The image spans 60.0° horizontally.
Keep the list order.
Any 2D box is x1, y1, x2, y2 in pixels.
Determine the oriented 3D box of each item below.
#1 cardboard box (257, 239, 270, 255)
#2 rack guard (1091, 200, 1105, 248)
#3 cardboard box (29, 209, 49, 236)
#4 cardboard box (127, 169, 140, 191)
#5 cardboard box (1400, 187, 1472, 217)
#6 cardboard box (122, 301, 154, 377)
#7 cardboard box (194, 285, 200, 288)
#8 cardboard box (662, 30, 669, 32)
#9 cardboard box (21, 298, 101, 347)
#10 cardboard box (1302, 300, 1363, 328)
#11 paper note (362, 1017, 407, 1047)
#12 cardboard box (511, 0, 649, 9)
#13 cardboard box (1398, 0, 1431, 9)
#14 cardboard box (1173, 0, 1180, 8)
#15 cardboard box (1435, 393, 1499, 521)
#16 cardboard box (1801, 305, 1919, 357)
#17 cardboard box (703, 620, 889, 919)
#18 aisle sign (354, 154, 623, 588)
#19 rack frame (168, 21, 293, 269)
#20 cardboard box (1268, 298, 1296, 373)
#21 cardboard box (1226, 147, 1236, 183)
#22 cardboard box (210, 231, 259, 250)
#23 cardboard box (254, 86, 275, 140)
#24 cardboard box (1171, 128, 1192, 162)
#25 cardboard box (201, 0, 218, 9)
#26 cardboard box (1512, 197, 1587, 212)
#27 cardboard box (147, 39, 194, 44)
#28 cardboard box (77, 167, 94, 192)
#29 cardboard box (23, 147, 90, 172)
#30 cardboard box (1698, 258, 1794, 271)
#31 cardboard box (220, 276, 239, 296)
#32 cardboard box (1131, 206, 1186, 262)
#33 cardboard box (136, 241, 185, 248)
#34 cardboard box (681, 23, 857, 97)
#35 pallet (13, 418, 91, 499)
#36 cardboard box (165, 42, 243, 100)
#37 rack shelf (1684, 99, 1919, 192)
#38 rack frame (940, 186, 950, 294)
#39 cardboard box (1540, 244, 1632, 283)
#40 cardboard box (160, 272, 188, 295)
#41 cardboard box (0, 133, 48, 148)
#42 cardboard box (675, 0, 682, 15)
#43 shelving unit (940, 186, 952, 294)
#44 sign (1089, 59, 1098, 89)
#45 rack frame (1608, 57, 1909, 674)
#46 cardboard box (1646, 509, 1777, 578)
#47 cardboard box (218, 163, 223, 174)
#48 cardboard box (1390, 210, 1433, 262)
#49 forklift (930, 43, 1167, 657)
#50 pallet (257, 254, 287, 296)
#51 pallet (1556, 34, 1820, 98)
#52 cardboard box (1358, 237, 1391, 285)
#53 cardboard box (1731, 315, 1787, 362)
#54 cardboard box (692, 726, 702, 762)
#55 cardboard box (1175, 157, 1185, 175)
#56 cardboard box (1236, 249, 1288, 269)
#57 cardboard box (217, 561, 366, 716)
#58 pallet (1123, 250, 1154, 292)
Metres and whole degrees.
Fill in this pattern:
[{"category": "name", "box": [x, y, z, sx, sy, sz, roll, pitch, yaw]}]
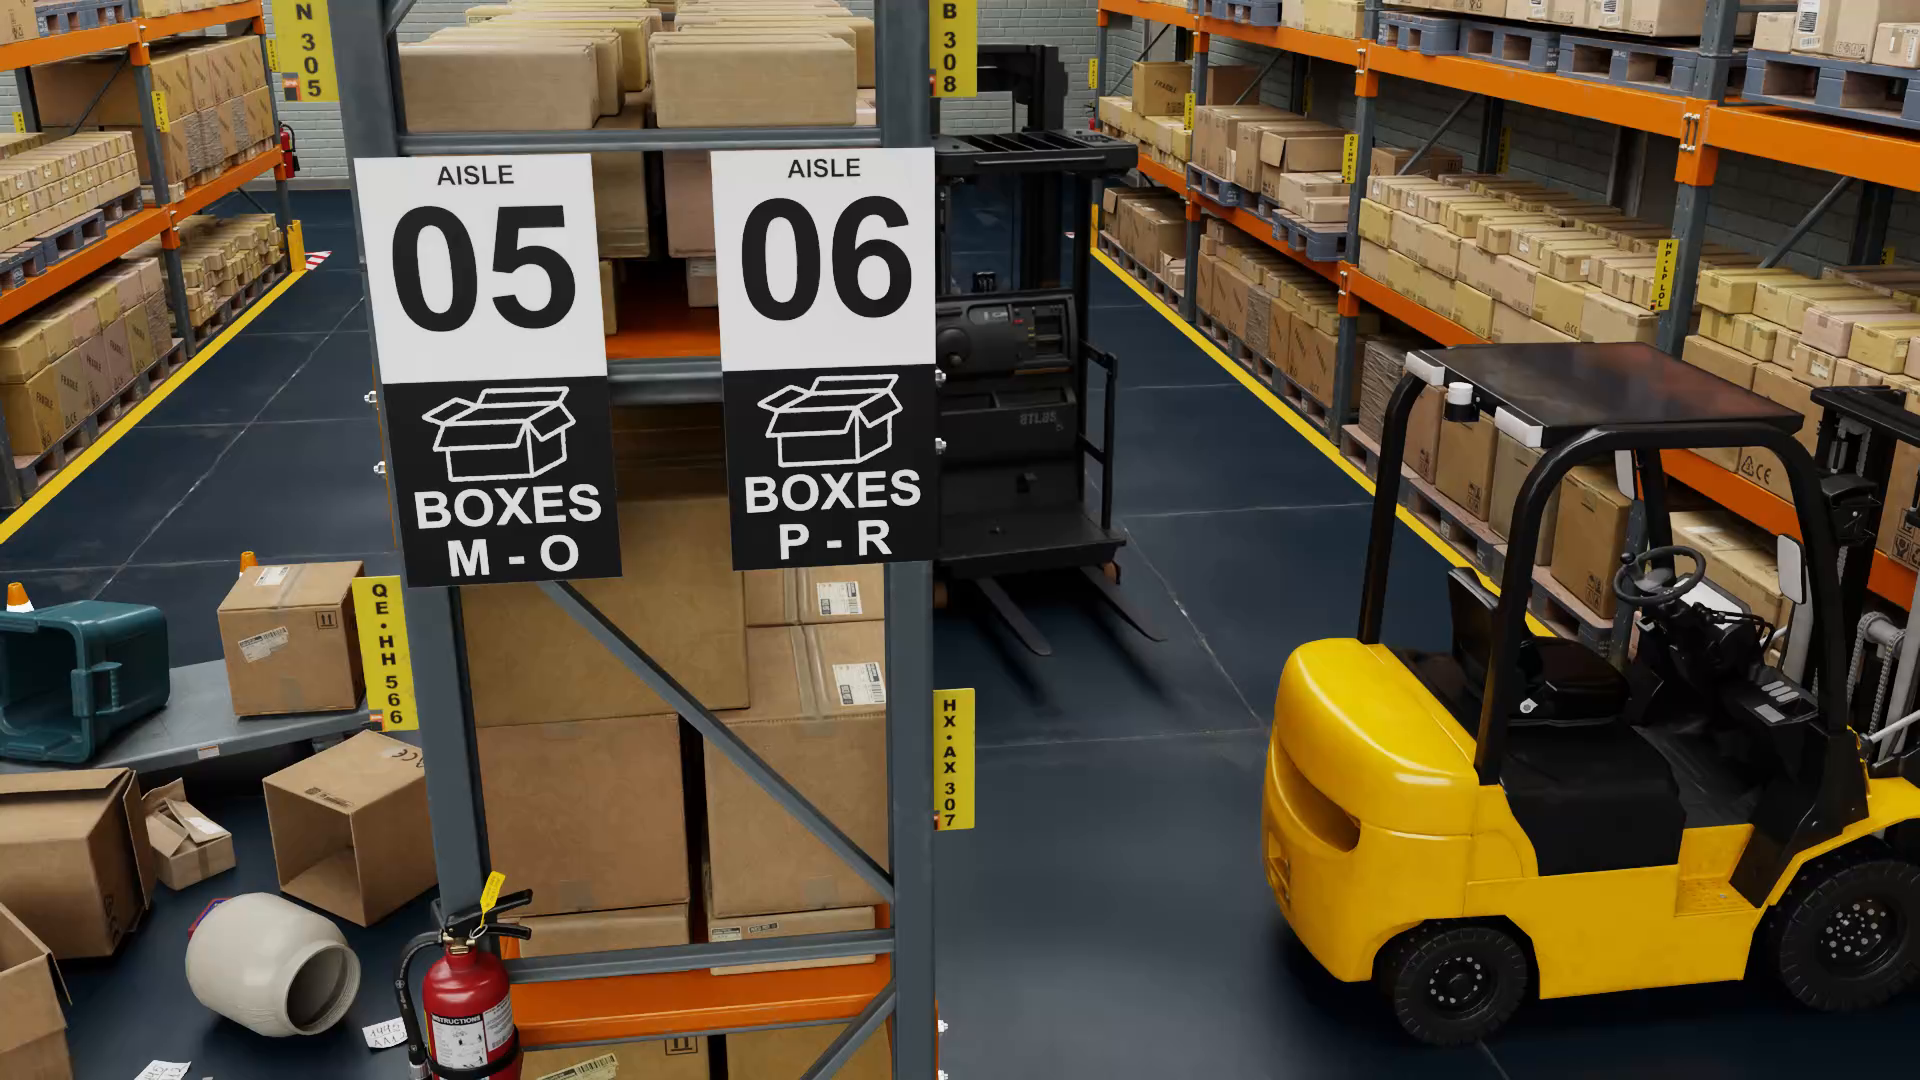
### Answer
[{"category": "cardboard box", "box": [-7.311, -3.015, 17.051, 0.380, 0.149, 0.250, -4, 21, -10]}, {"category": "rack guard", "box": [2.059, -3.702, 19.413, 1.175, 0.500, 0.348, -3, 21, -8]}, {"category": "cardboard box", "box": [-6.617, -2.209, 11.602, 0.380, 0.149, 0.250, -2, 21, -6]}, {"category": "cardboard box", "box": [-6.917, -2.929, 13.531, 0.380, 0.149, 0.250, -3, 21, -9]}, {"category": "cardboard box", "box": [3.058, -2.175, 10.681, 0.380, 0.149, 0.250, -2, 21, -6]}, {"category": "cardboard box", "box": [-6.740, -1.582, 13.138, 0.500, 0.500, 0.500, -3, 21, -9]}, {"category": "cardboard box", "box": [-7.031, -2.203, 14.877, 0.380, 0.149, 0.250, -3, 21, -7]}, {"category": "cardboard box", "box": [-1.257, -1.623, 5.776, 0.500, 0.250, 0.500, -3, 21, -8]}, {"category": "cardboard box", "box": [-6.585, -1.568, 12.029, 0.500, 0.250, 0.500, -3, 21, -7]}, {"category": "cardboard box", "box": [2.810, -1.710, 12.553, 0.380, 0.149, 0.250, -4, 21, -11]}, {"category": "paper note", "box": [-1.955, 1.679, 5.677, 0.142, 0.019, 0.148, -11, 23, -26]}, {"category": "cardboard box", "box": [-1.105, -1.494, 4.861, 0.380, 0.149, 0.250, -3, 21, -7]}, {"category": "cardboard box", "box": [3.065, -3.562, 10.292, 0.500, 0.500, 0.500, -3, 21, -7]}, {"category": "cardboard box", "box": [2.219, -5.090, 15.628, 0.380, 0.149, 0.250, -2, 21, -6]}, {"category": "cardboard box", "box": [3.477, -0.538, 10.163, 0.875, 0.625, 0.625, -4, 21, -10]}, {"category": "cardboard box", "box": [3.639, -0.841, 6.685, 0.380, 0.149, 0.250, -2, 21, -7]}, {"category": "cardboard box", "box": [-0.350, 0.528, 3.947, 0.500, 0.500, 0.500, -3, 21, -9]}, {"category": "aisle sign", "box": [-0.834, -0.289, 2.988, 0.394, 0.787, 0.004, -3, 21, -8]}, {"category": "rack frame", "box": [-7.747, -4.363, 17.610, 1.000, 3.000, 0.127, -3, 21, -8]}, {"category": "cardboard box", "box": [2.788, -1.645, 13.307, 0.500, 0.500, 0.500, -2, 21, -5]}, {"category": "cardboard box", "box": [2.446, -3.147, 13.948, 0.396, 0.266, 0.258, -2, 21, -5]}, {"category": "cardboard box", "box": [-7.209, -2.976, 16.521, 0.380, 0.149, 0.250, -2, 21, -6]}, {"category": "cardboard box", "box": [-7.427, -4.406, 17.159, 0.500, 0.500, 0.500, -2, 21, -7]}, {"category": "cardboard box", "box": [2.310, -3.747, 15.751, 0.500, 0.250, 0.500, -2, 21, -6]}, {"category": "cardboard box", "box": [-7.184, -5.022, 15.302, 0.500, 0.250, 0.500, -2, 21, -5]}, {"category": "cardboard box", "box": [3.639, -2.024, 10.278, 0.380, 0.149, 0.250, -3, 21, -8]}, {"category": "cardboard box", "box": [-7.865, -4.674, 16.446, 0.500, 0.500, 0.500, -2, 21, -6]}, {"category": "cardboard box", "box": [-6.765, -2.707, 12.509, 0.380, 0.149, 0.250, -4, 21, -11]}, {"category": "cardboard box", "box": [-6.774, -2.848, 12.462, 0.380, 0.149, 0.250, -4, 21, -10]}, {"category": "cardboard box", "box": [3.953, -1.323, 8.401, 0.380, 0.149, 0.250, -4, 21, -10]}, {"category": "cardboard box", "box": [-7.132, -2.428, 15.905, 0.380, 0.149, 0.250, -3, 21, -9]}, {"category": "cardboard box", "box": [2.105, -3.222, 17.529, 0.500, 0.500, 0.500, -3, 21, -7]}, {"category": "cardboard box", "box": [-7.667, -2.767, 15.962, 0.380, 0.149, 0.250, -3, 21, -8]}, {"category": "cardboard box", "box": [-0.433, -1.078, 3.748, 0.380, 0.149, 0.250, -3, 21, -8]}, {"category": "pallet", "box": [-6.705, -0.557, 11.406, 1.003, 0.211, 1.213, -3, 21, -8]}, {"category": "cardboard box", "box": [-7.278, -4.516, 16.024, 0.500, 0.500, 0.500, -2, 21, -5]}, {"category": "rack shelf", "box": [4.067, -1.120, 5.669, 1.077, 0.370, 4.000, -3, 21, -8]}, {"category": "rack frame", "box": [-0.254, -1.258, 10.582, 0.400, 2.100, 0.015, -6, 21, -16]}, {"category": "cardboard box", "box": [3.302, -1.462, 8.774, 0.380, 0.149, 0.250, -4, 21, -9]}, {"category": "cardboard box", "box": [-7.015, -2.247, 14.570, 0.380, 0.149, 0.250, -2, 21, -6]}, {"category": "cardboard box", "box": [-7.568, -3.176, 13.341, 0.380, 0.149, 0.250, -2, 21, -5]}, {"category": "cardboard box", "box": [-0.809, -1.874, 5.879, 0.380, 0.149, 0.250, -2, 21, -6]}, {"category": "shelving unit", "box": [-0.325, -1.339, 10.801, 0.431, 2.100, 0.503, -6, 21, -16]}, {"category": "sign", "box": [1.512, -5.277, 18.821, 0.100, 0.325, 0.005, -3, 21, -8]}, {"category": "rack frame", "box": [3.778, -0.744, 7.922, 1.000, 3.000, 0.127, -3, 21, -8]}, {"category": "cardboard box", "box": [3.538, 0.062, 7.664, 0.500, 0.250, 0.500, -3, 21, -9]}, {"category": "cardboard box", "box": [-7.209, -3.519, 15.709, 0.380, 0.149, 0.250, -2, 21, -6]}, {"category": "cardboard box", "box": [3.095, -1.954, 10.660, 0.500, 0.250, 0.500, -2, 21, -6]}, {"category": "forklift", "box": [0.271, -1.143, 9.088, 1.130, 2.935, 3.031, -6, 21, -16]}, {"category": "pallet", "box": [-7.653, -2.747, 17.269, 1.003, 0.211, 1.213, -3, 21, -8]}, {"category": "pallet", "box": [3.638, -2.365, 8.246, 0.805, 0.209, 1.217, -4, 21, -10]}, {"category": "cardboard box", "box": [3.024, -1.893, 11.212, 0.500, 0.250, 0.500, -3, 21, -8]}, {"category": "cardboard box", "box": [3.603, -0.882, 7.220, 0.380, 0.149, 0.250, -2, 21, -6]}, {"category": "cardboard box", "box": [-0.949, 0.536, 4.853, 0.380, 0.149, 0.250, -3, 21, -7]}, {"category": "cardboard box", "box": [2.270, -3.583, 15.882, 0.380, 0.149, 0.250, -2, 21, -6]}, {"category": "cardboard box", "box": [2.631, -2.432, 14.485, 0.380, 0.149, 0.250, -3, 21, -9]}, {"category": "cardboard box", "box": [-2.890, 0.424, 7.285, 0.500, 0.500, 0.500, -3, 21, -8]}, {"category": "pallet", "box": [2.348, -2.869, 17.596, 1.003, 0.211, 1.213, -3, 21, -8]}]
